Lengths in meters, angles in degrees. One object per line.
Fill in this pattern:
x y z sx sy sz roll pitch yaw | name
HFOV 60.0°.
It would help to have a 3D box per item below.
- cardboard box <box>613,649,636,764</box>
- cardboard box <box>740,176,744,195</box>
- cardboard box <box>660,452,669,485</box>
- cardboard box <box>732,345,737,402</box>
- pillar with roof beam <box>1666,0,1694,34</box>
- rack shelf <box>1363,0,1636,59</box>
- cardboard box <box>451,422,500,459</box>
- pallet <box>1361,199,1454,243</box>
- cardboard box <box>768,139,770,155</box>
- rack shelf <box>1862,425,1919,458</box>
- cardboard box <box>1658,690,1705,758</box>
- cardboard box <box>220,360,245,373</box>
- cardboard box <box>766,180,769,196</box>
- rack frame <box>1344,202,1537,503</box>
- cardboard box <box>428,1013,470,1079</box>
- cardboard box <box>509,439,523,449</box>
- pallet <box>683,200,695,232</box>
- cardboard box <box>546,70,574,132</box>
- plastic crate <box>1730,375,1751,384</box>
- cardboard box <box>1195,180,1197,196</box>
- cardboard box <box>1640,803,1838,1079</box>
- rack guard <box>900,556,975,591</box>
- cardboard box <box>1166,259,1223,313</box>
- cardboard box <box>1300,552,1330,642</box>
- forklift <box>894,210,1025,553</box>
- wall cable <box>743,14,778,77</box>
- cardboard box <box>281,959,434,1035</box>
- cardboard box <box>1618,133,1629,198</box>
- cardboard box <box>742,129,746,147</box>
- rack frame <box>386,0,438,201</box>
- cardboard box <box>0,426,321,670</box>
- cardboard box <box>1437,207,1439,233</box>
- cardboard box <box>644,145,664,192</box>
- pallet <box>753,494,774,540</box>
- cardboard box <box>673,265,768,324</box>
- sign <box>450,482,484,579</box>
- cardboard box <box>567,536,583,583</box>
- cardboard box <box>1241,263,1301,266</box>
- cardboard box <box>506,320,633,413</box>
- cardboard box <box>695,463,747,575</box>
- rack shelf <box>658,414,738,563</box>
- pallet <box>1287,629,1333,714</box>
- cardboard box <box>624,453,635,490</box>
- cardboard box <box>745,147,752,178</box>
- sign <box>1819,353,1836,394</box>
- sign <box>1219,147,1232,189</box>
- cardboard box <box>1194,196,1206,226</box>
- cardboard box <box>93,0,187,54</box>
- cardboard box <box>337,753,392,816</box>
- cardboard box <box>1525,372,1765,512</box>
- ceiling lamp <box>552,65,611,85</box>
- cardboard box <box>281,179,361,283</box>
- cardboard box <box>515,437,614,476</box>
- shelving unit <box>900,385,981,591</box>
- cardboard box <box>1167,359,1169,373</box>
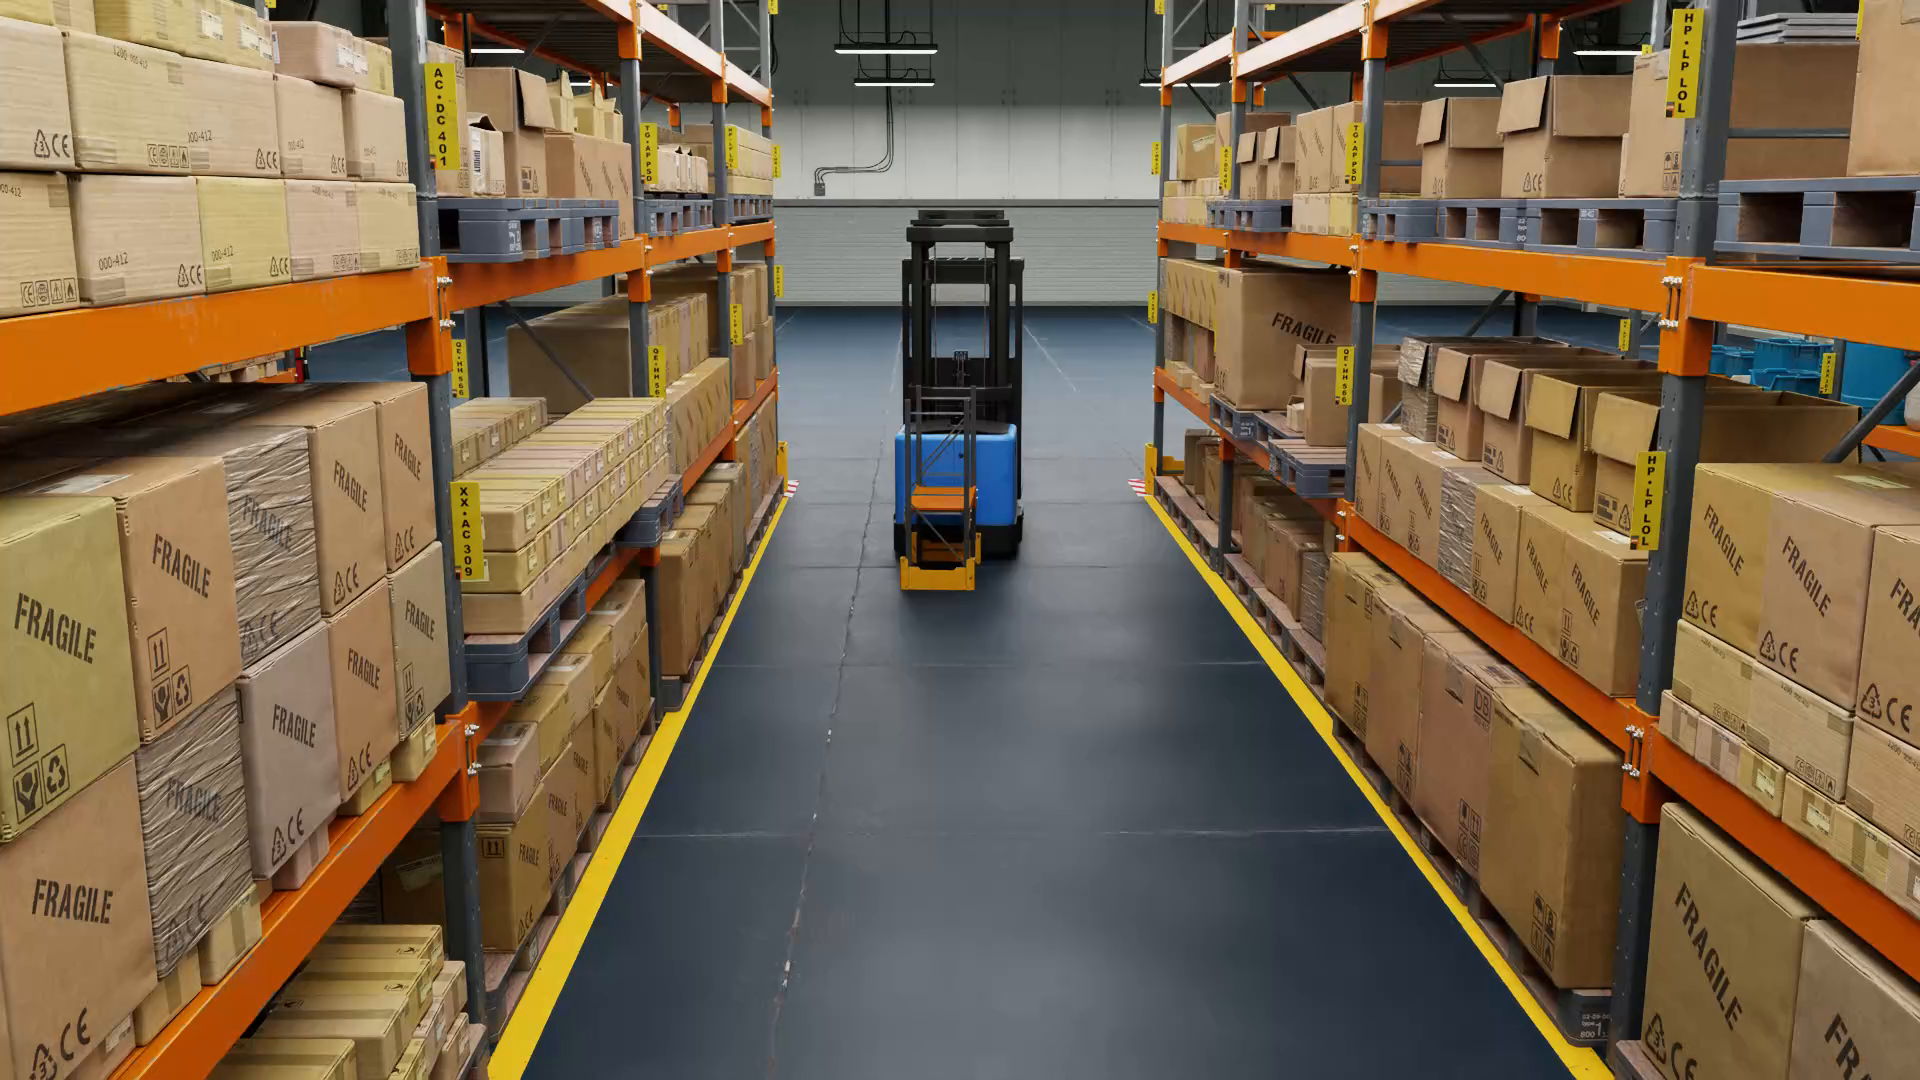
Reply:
-1.972 0.855 8.531 0.500 0.500 0.500 0 11 1 | cardboard box
-2.015 -2.969 13.928 0.380 0.149 0.250 0 11 -1 | cardboard box
-1.784 -0.384 8.981 0.380 0.149 0.250 0 11 0 | cardboard box
-2.390 -1.448 14.276 0.875 0.550 0.550 0 11 -1 | cardboard box
13.478 -9.606 39.777 9.100 9.000 0.548 0 11 -1 | pillar with roof beam
2.749 -2.391 7.029 1.077 0.370 4.000 0 11 -1 | rack shelf
-2.416 -0.470 7.911 0.380 0.149 0.250 0 11 1 | cardboard box
2.774 -1.647 8.564 1.213 0.211 1.003 0 11 1 | pallet
-2.069 -3.865 16.339 0.380 0.149 0.250 0 11 -1 | cardboard box
7.618 -0.463 11.605 1.077 0.370 4.000 0 11 -1 | rack shelf
2.464 0.581 5.283 0.380 0.149 0.250 0 11 -1 | cardboard box
-7.066 -1.836 15.565 0.500 0.500 0.500 0 11 -1 | cardboard box
-2.063 -3.423 16.168 0.380 0.149 0.250 0 11 0 | cardboard box
2.707 -0.397 9.474 1.000 3.000 0.127 0 11 -1 | rack frame
-1.822 1.666 5.417 0.380 0.149 0.250 0 11 0 | cardboard box
-2.428 -0.422 8.421 0.380 0.149 0.250 -1 11 -3 | cardboard box
-2.346 -2.125 10.918 1.003 0.211 1.213 0 11 1 | pallet
-1.938 -1.956 7.437 0.396 0.266 0.258 0 11 -1 | cardboard box
7.290 -1.405 15.105 0.530 0.136 0.437 0 11 -1 | plastic crate
2.361 -3.216 15.196 0.380 0.149 0.250 0 11 -2 | cardboard box
2.724 1.365 5.075 0.875 0.875 0.875 0 11 -1 | cardboard box
-0.177 0.264 13.127 0.587 0.250 0.087 1 11 3 | rack guard
2.284 -2.463 16.139 0.500 0.500 0.500 0 11 -1 | cardboard box
2.649 0.369 10.878 0.700 0.500 0.500 -1 12 -6 | cardboard box
0.036 -1.561 15.383 1.130 2.935 3.031 1 11 3 | forklift
-6.775 -14.485 47.490 3.097 2.526 0.112 0 11 -1 | wall cable
-1.858 1.418 5.142 0.380 0.149 0.250 0 11 0 | cardboard box
2.857 -1.453 6.300 0.500 0.311 0.500 -1 11 -3 | cardboard box
-2.021 -3.410 14.097 0.380 0.149 0.250 0 11 -2 | cardboard box
-2.171 -2.542 4.956 1.000 3.000 0.127 0 11 -1 | rack frame
-1.878 0.010 3.951 0.500 0.500 0.500 0 11 0 | cardboard box
2.952 -1.888 9.656 0.500 0.250 0.500 0 11 0 | cardboard box
-2.049 -2.223 9.845 0.500 0.311 0.500 0 11 -1 | cardboard box
-2.302 -0.220 15.614 1.003 0.211 1.213 0 11 -1 | pallet
-2.346 -2.407 16.287 0.875 0.550 0.550 0 11 -1 | cardboard box
-1.629 -0.030 5.485 0.100 0.325 0.005 0 11 -1 | sign
-1.736 0.080 6.694 0.380 0.149 0.250 0 11 -1 | cardboard box
2.827 -2.266 15.169 0.500 0.500 0.500 0 11 -1 | cardboard box
-2.253 -1.025 9.803 0.700 0.500 0.500 0 11 -1 | cardboard box
-2.233 -0.172 12.967 1.050 0.750 0.750 0 11 -1 | cardboard box
-2.295 -0.442 11.503 1.077 0.370 4.000 0 11 -1 | rack shelf
2.693 0.814 10.517 1.003 0.211 1.213 0 11 -1 | pallet
-1.765 -0.325 7.943 0.380 0.149 0.250 0 11 -2 | cardboard box
-2.089 -3.288 14.500 0.500 0.250 0.500 0 11 -2 | cardboard box
7.026 -1.348 13.465 0.100 0.325 0.005 0 11 -1 | sign
2.082 -2.912 13.025 0.100 0.325 0.005 0 11 -1 | sign
2.338 -2.884 14.562 0.500 0.250 0.500 0 11 -2 | cardboard box
-1.813 -1.071 3.365 0.380 0.149 0.250 0 11 -2 | cardboard box
-1.871 0.681 4.789 0.380 0.149 0.250 0 11 1 | cardboard box
2.766 -0.406 6.743 0.797 0.503 0.637 0 11 -1 | cardboard box
-9.007 -12.799 40.835 2.000 3.185 0.800 0 11 -1 | ceiling lamp
-1.892 -0.803 4.305 0.500 0.250 0.500 0 11 -1 | cardboard box
-1.756 -0.367 7.403 0.380 0.149 0.250 0 11 1 | cardboard box
-0.147 -0.447 13.490 0.587 1.500 1.083 1 11 3 | shelving unit
2.296 -1.757 16.808 0.380 0.149 0.250 0 11 -1 | cardboard box
